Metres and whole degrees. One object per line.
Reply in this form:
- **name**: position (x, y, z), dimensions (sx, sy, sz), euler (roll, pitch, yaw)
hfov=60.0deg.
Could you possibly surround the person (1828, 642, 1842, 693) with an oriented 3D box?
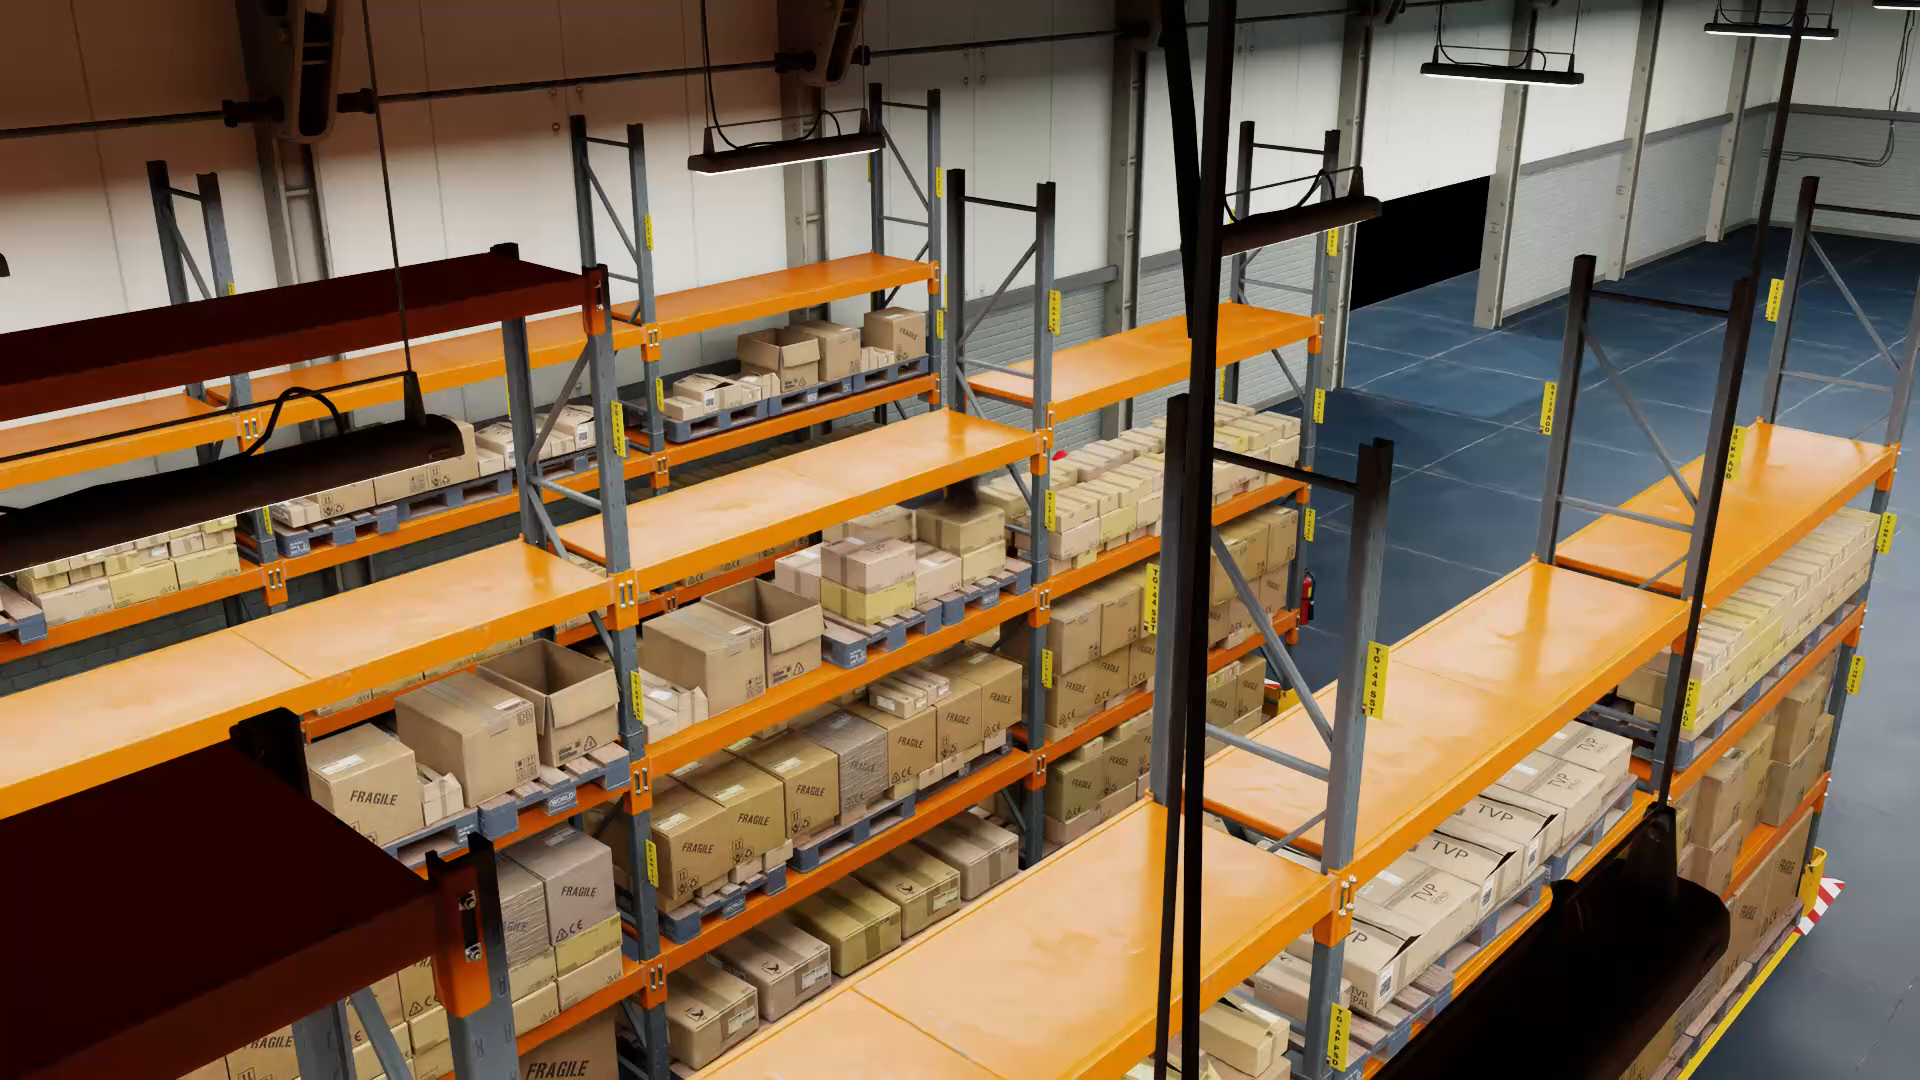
- **person**: position (8.230, 1.371, 16.133), dimensions (0.469, 1.722, 0.592), euler (11, 24, 27)

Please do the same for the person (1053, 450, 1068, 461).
- **person**: position (1.233, -0.243, 20.221), dimensions (0.896, 1.766, 0.499), euler (11, 24, 25)
